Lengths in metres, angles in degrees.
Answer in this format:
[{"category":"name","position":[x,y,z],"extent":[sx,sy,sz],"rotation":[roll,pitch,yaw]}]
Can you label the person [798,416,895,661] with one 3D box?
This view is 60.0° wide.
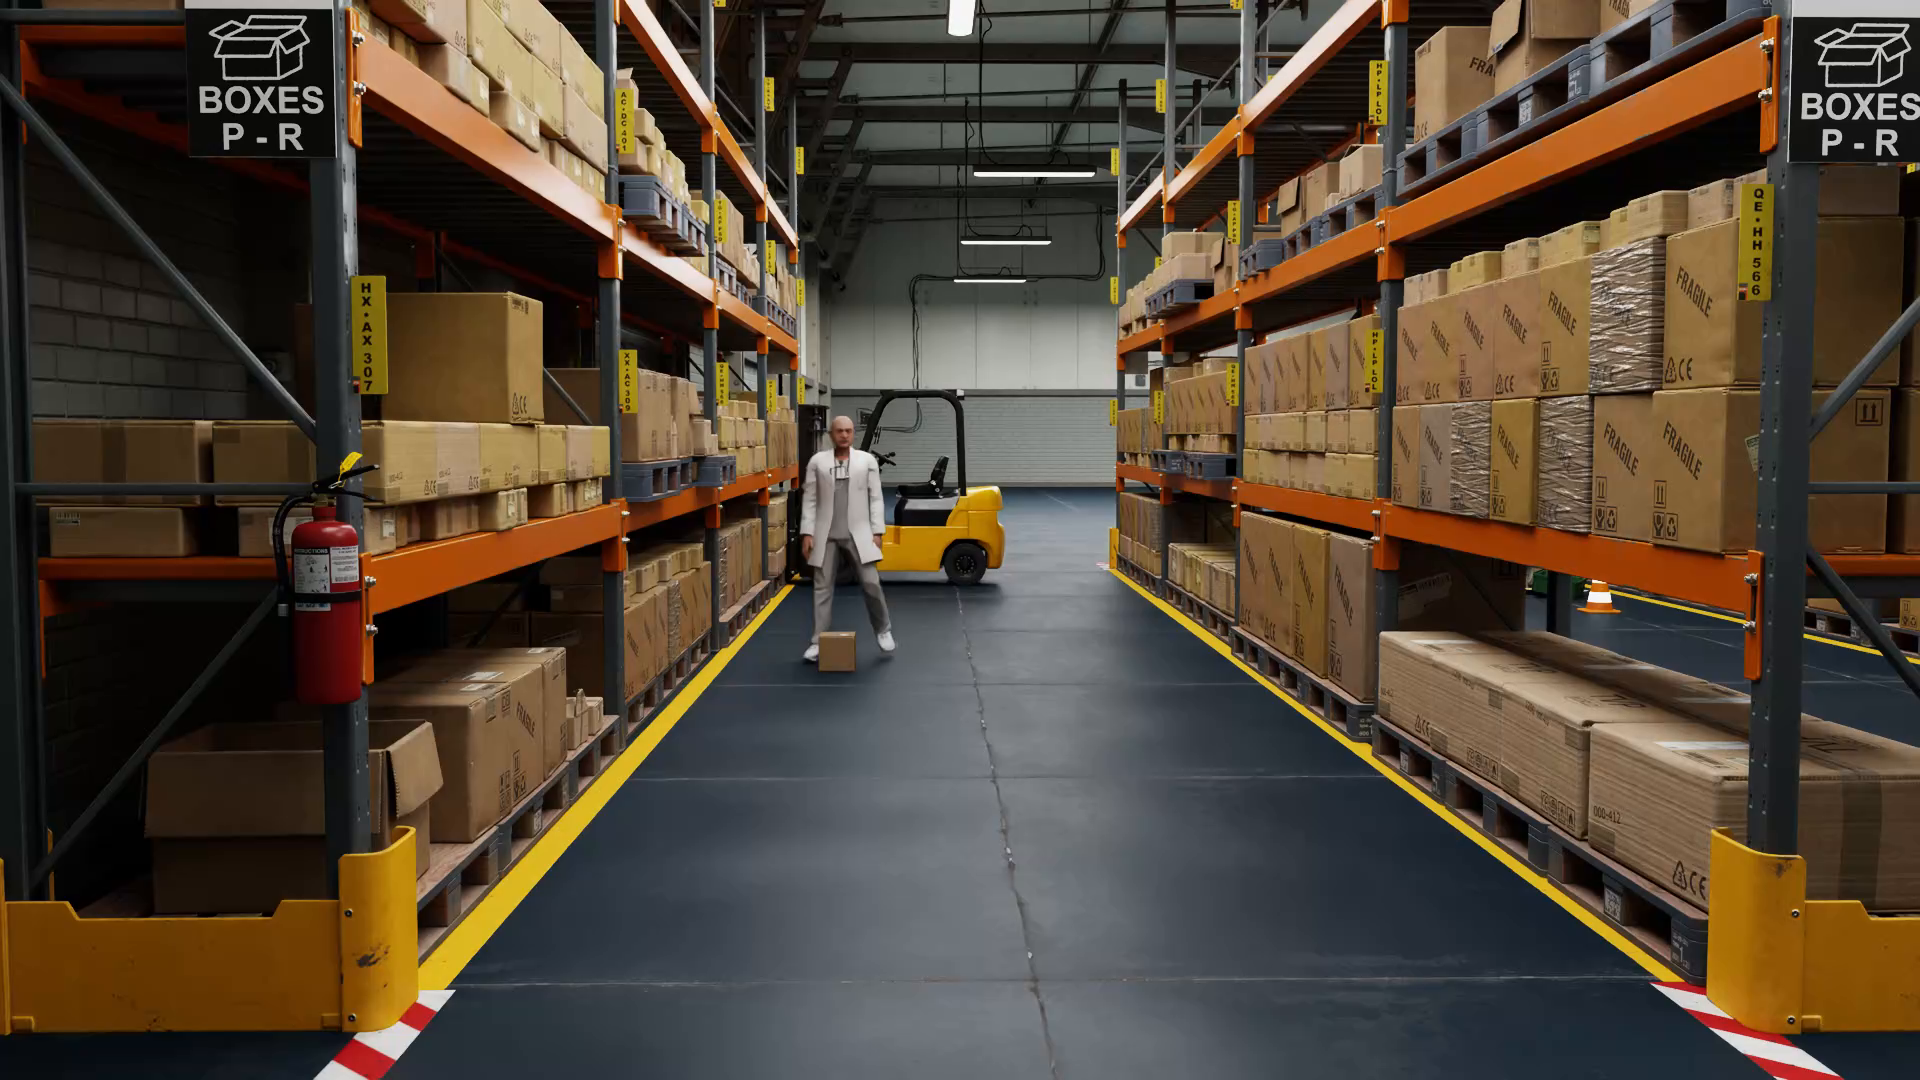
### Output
[{"category":"person","position":[-0.853,-0.021,12.254],"extent":[0.670,1.786,0.562],"rotation":[0,4,0]}]
